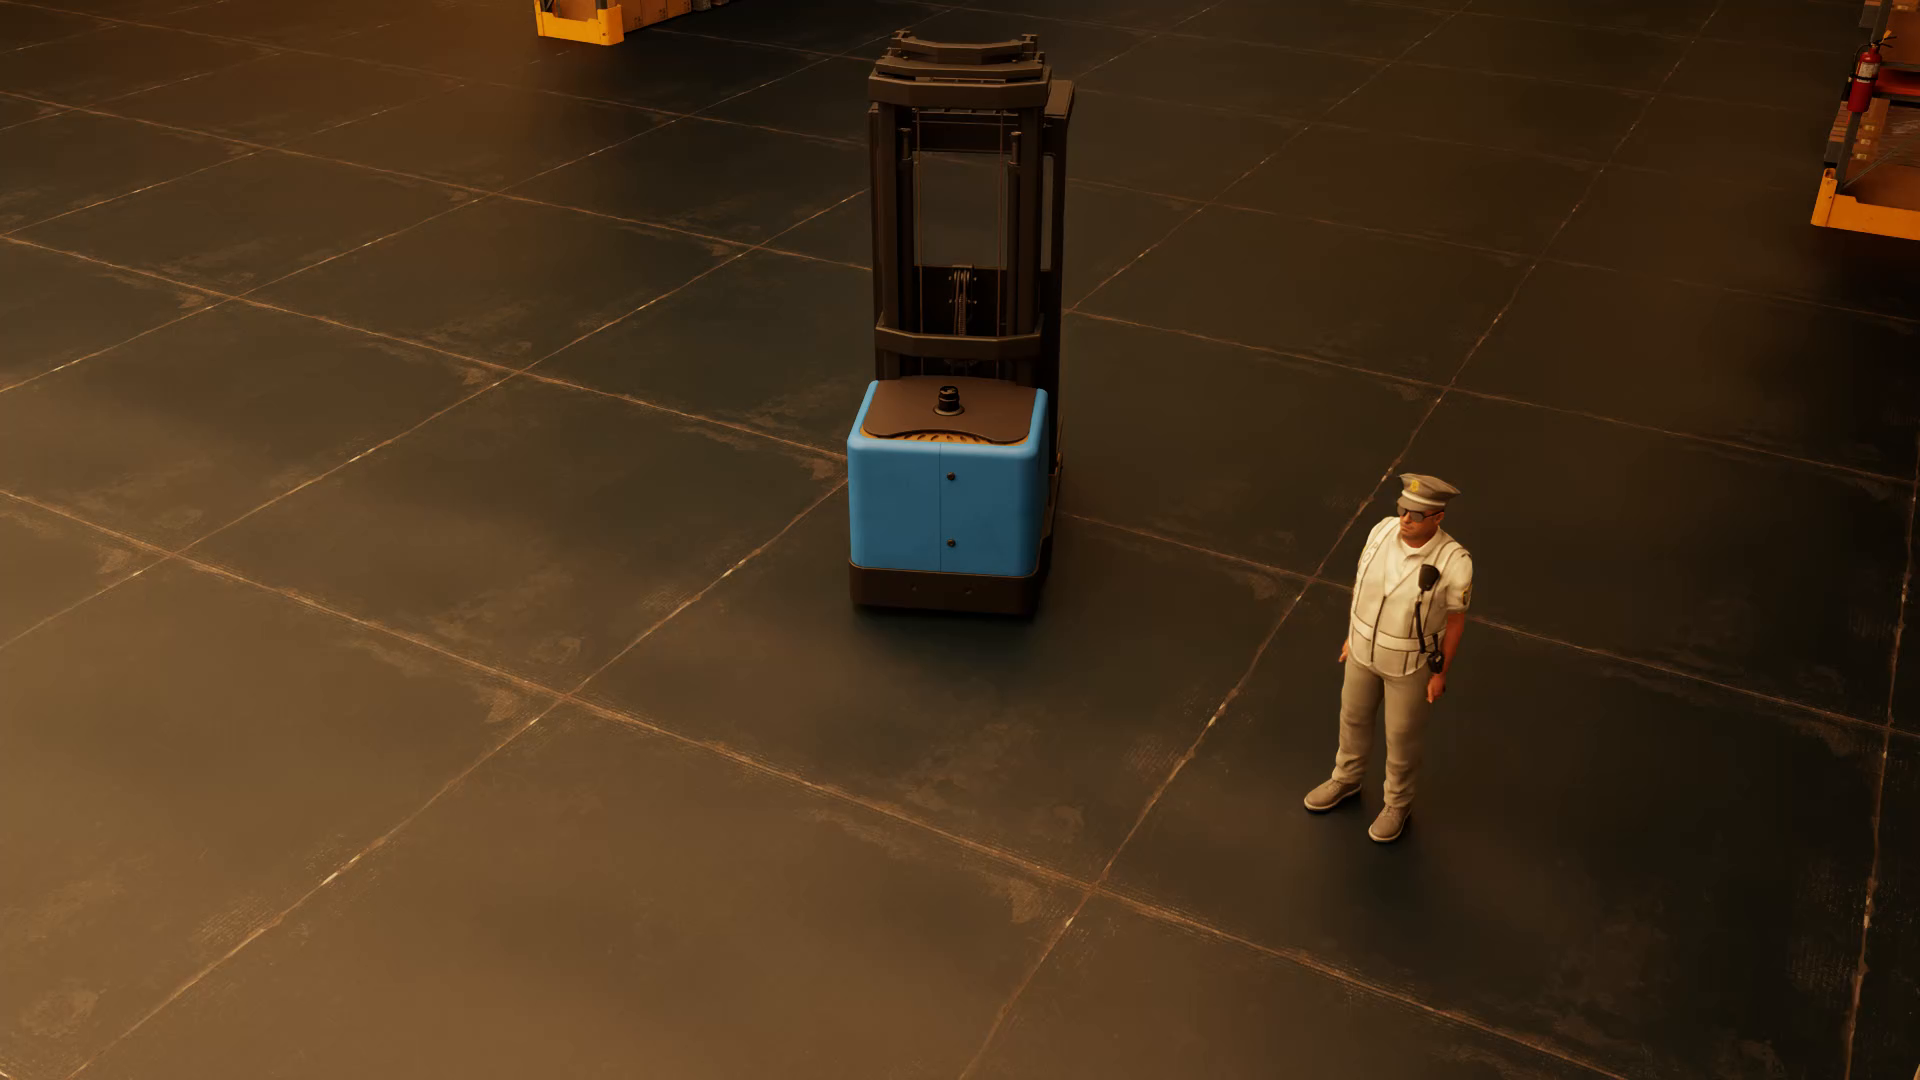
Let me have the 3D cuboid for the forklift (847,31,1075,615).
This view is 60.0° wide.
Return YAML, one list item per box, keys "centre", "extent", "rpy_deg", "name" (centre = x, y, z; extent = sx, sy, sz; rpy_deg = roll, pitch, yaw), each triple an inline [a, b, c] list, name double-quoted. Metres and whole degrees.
- centre: [0.072, -1.572, 9.794]
  extent: [1.130, 2.935, 3.031]
  rpy_deg: [3, 30, 6]
  name: "forklift"

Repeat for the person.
- centre: [1.922, 0.503, 7.361]
  extent: [0.522, 1.775, 0.409]
  rpy_deg: [25, 38, 36]
  name: "person"
